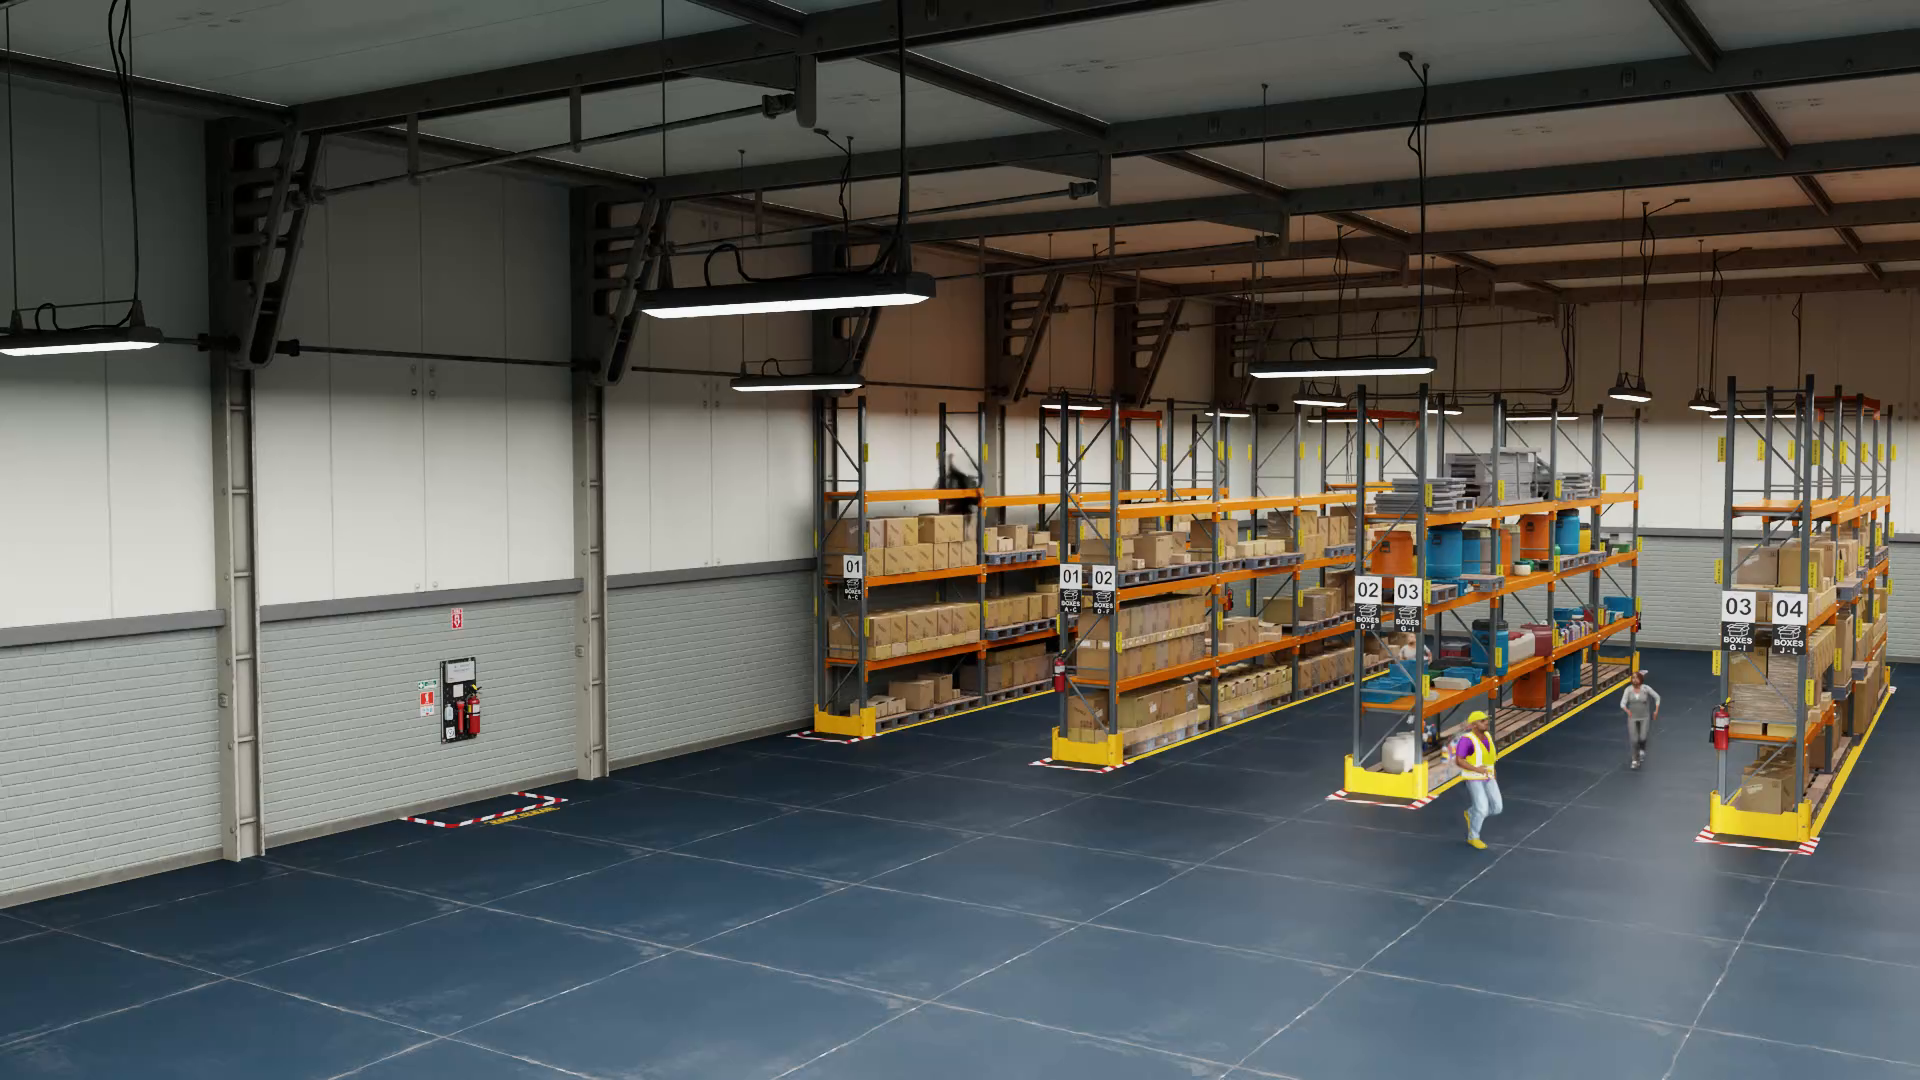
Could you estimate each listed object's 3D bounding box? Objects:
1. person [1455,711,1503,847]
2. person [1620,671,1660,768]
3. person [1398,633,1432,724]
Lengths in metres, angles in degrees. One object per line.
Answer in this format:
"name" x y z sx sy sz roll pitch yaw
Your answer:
"person" 6.598 3.031 21.124 0.744 1.723 0.593 -2 4 -33
"person" 10.716 2.849 26.234 0.566 1.555 0.643 2 3 29
"person" 8.492 2.539 31.026 0.575 1.708 0.901 2 4 38
